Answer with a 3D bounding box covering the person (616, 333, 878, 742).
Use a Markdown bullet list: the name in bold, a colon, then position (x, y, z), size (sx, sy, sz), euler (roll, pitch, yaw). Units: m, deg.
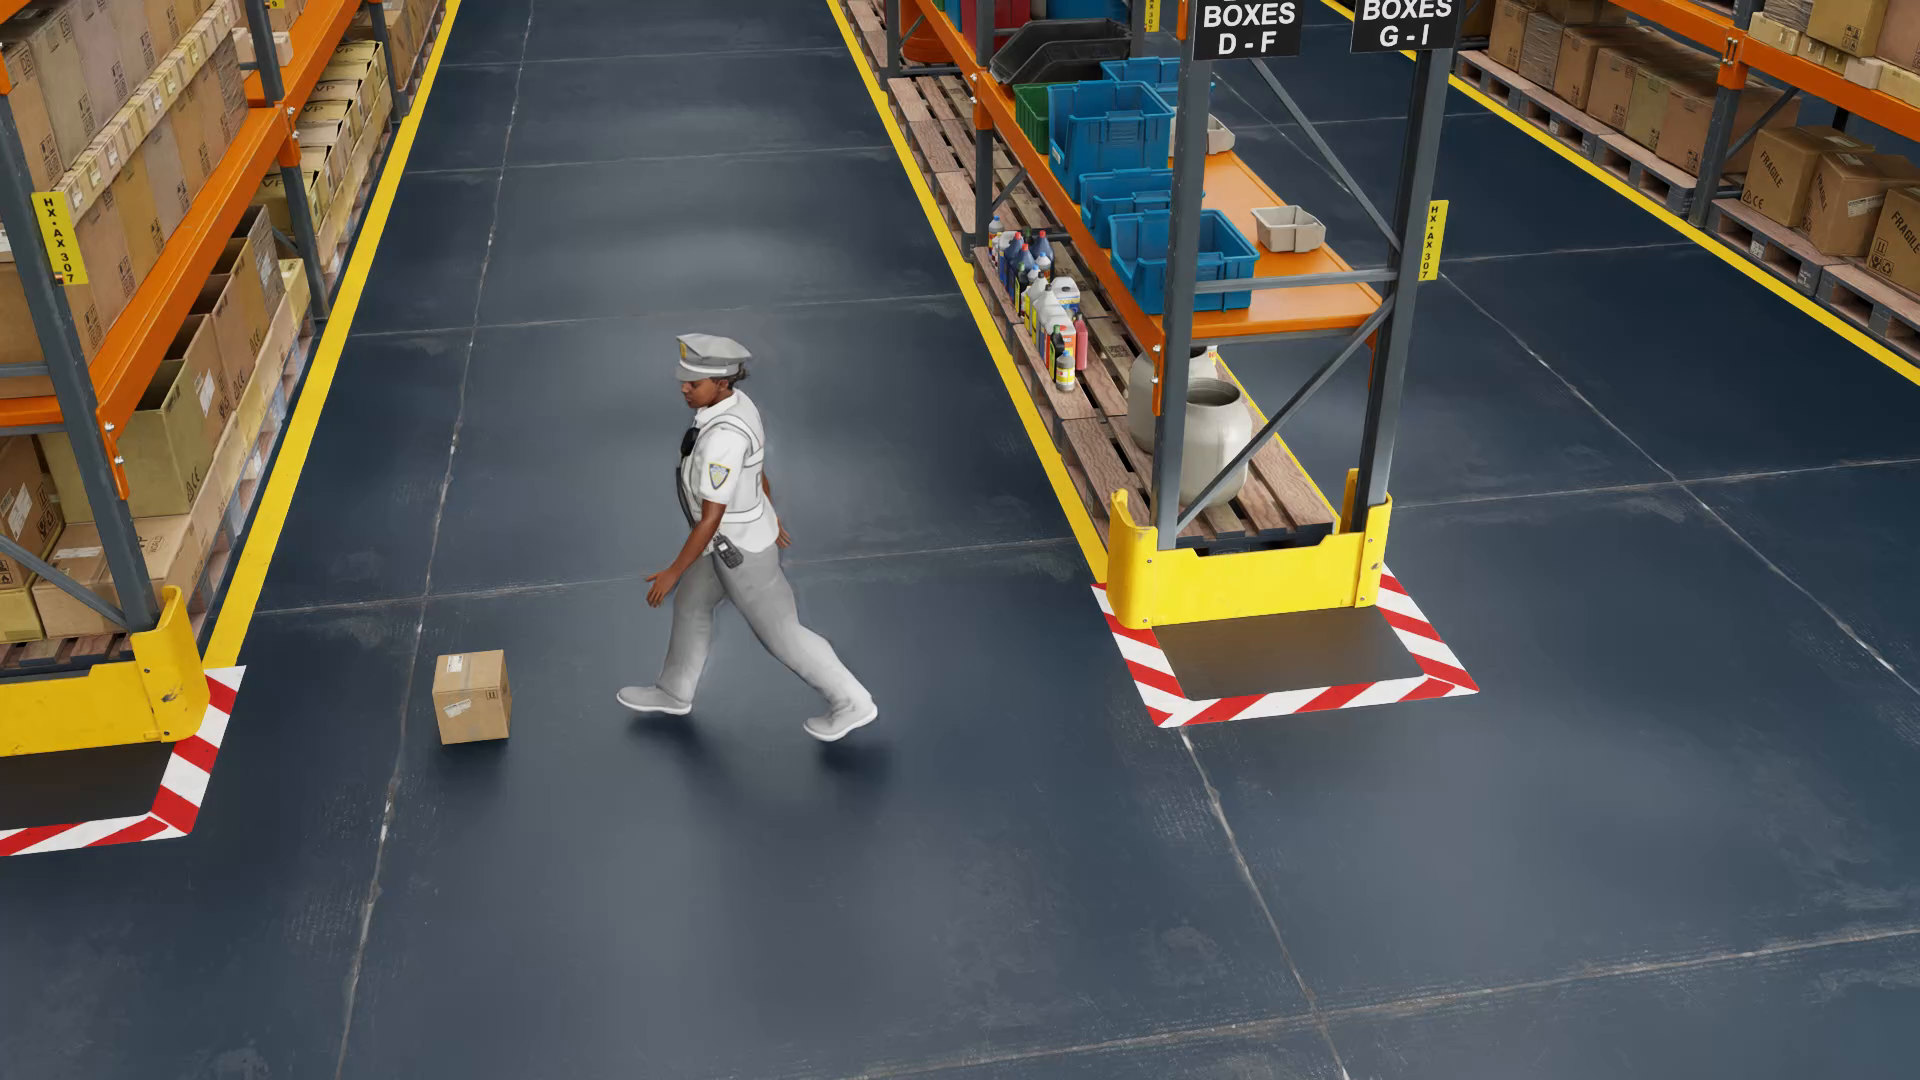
- **person**: position (-0.841, 0.011, 6.098), size (1.003, 1.629, 0.567), euler (-3, 31, -5)
